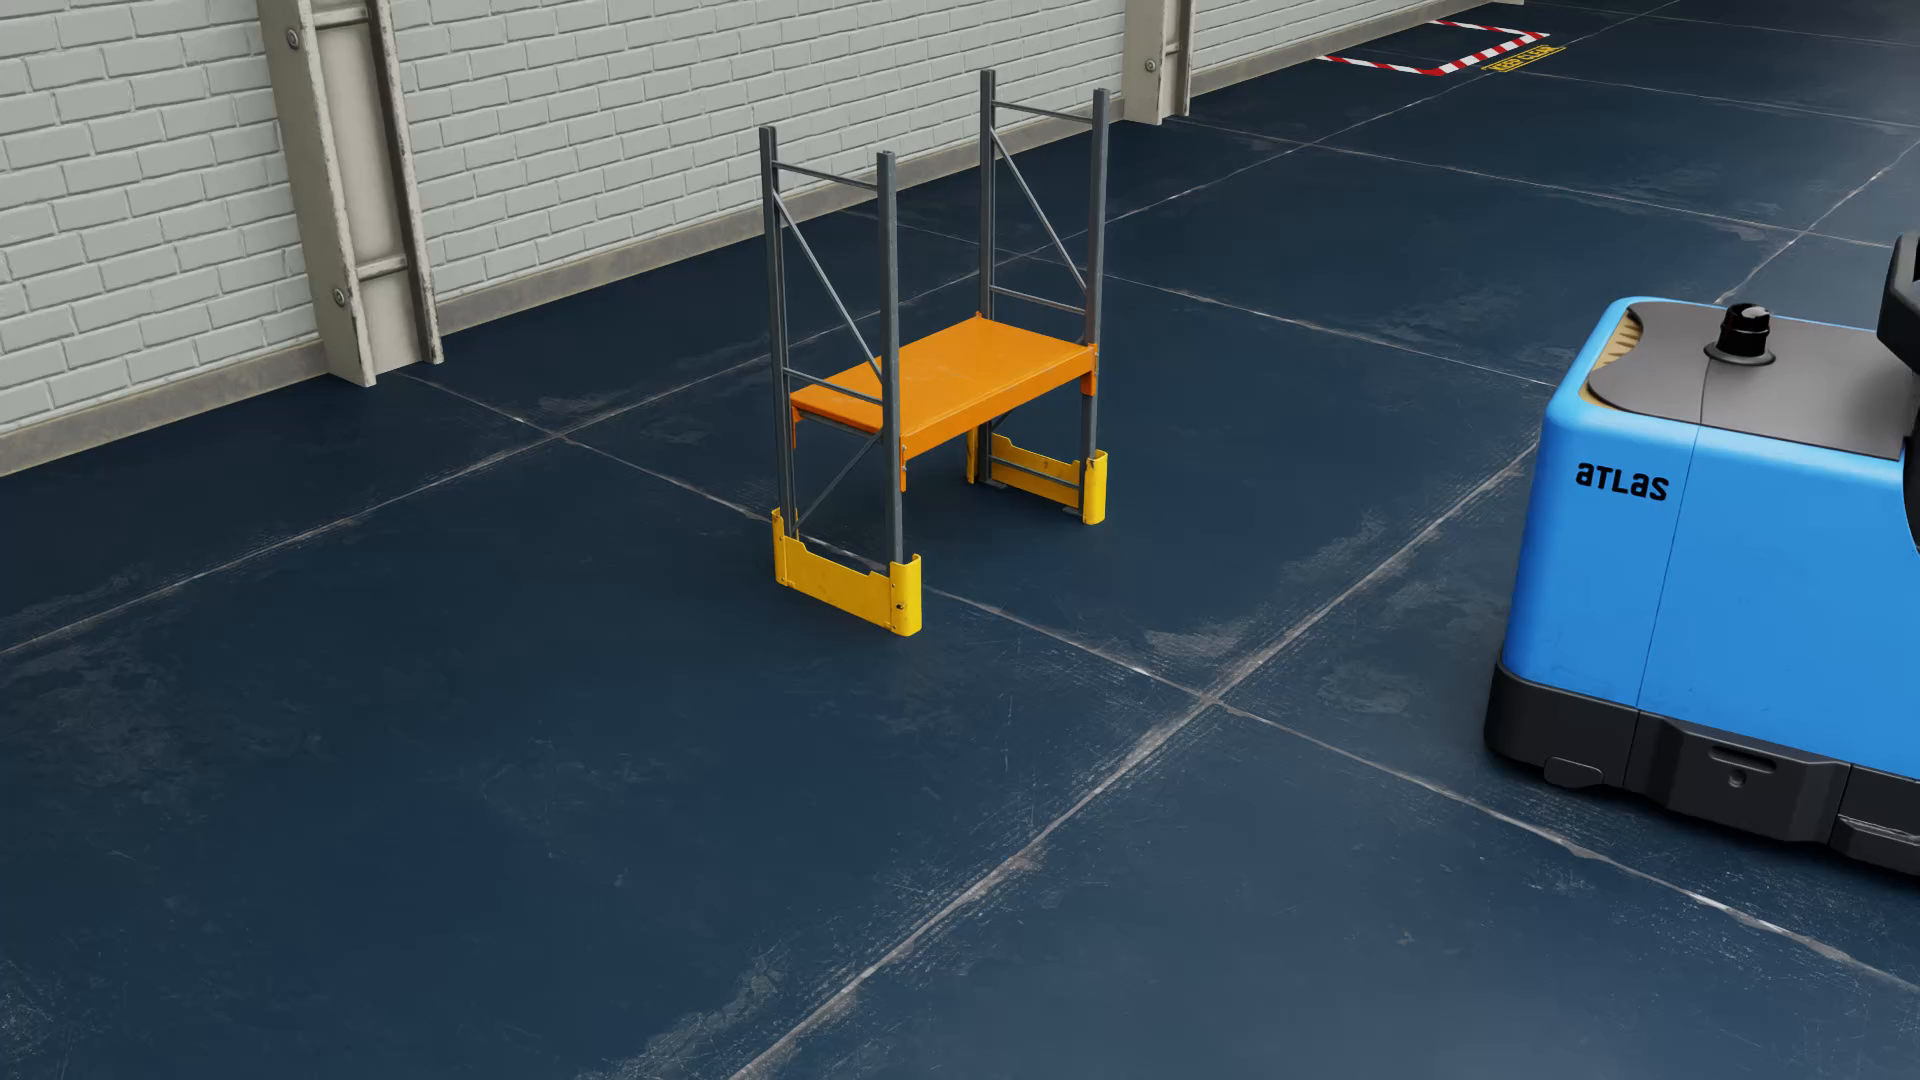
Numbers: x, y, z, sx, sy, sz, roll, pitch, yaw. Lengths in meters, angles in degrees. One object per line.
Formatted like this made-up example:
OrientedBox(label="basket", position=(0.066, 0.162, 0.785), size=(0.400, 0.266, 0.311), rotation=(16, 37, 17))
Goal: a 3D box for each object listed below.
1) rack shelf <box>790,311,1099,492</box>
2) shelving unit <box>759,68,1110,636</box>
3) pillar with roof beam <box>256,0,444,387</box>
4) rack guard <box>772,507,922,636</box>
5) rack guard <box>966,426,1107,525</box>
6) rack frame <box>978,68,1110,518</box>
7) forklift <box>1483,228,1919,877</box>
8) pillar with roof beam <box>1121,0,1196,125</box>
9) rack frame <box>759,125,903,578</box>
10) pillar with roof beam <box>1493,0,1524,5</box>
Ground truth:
OrientedBox(label="rack shelf", position=(-0.054, -0.476, 5.430), size=(0.538, 0.185, 1.000), rotation=(21, 34, 34))
OrientedBox(label="shelving unit", position=(-0.048, -0.639, 5.353), size=(0.587, 1.500, 1.083), rotation=(21, 34, 34))
OrientedBox(label="pillar with roof beam", position=(0.830, -3.495, 2.711), size=(9.100, 9.000, 0.400), rotation=(21, 34, 34))
OrientedBox(label="rack guard", position=(-0.365, 0.093, 5.299), size=(0.587, 0.250, 0.087), rotation=(21, 34, 34))
OrientedBox(label="rack guard", position=(0.268, -0.261, 5.982), size=(0.587, 0.250, 0.087), rotation=(21, 34, 34))
OrientedBox(label="rack frame", position=(0.269, -0.816, 5.695), size=(0.500, 1.500, 0.032), rotation=(21, 34, 34))
OrientedBox(label="forklift", position=(2.973, -0.547, 3.617), size=(3.031, 2.935, 1.130), rotation=(14, 31, 25))
OrientedBox(label="pillar with roof beam", position=(4.646, -5.622, 6.824), size=(9.100, 9.000, 0.400), rotation=(21, 34, 34))
OrientedBox(label="rack frame", position=(-0.378, -0.456, 4.999), size=(0.500, 1.500, 0.032), rotation=(21, 34, 34))
OrientedBox(label="pillar with roof beam", position=(8.463, -7.749, 10.936), size=(9.100, 9.000, 0.400), rotation=(21, 34, 34))
